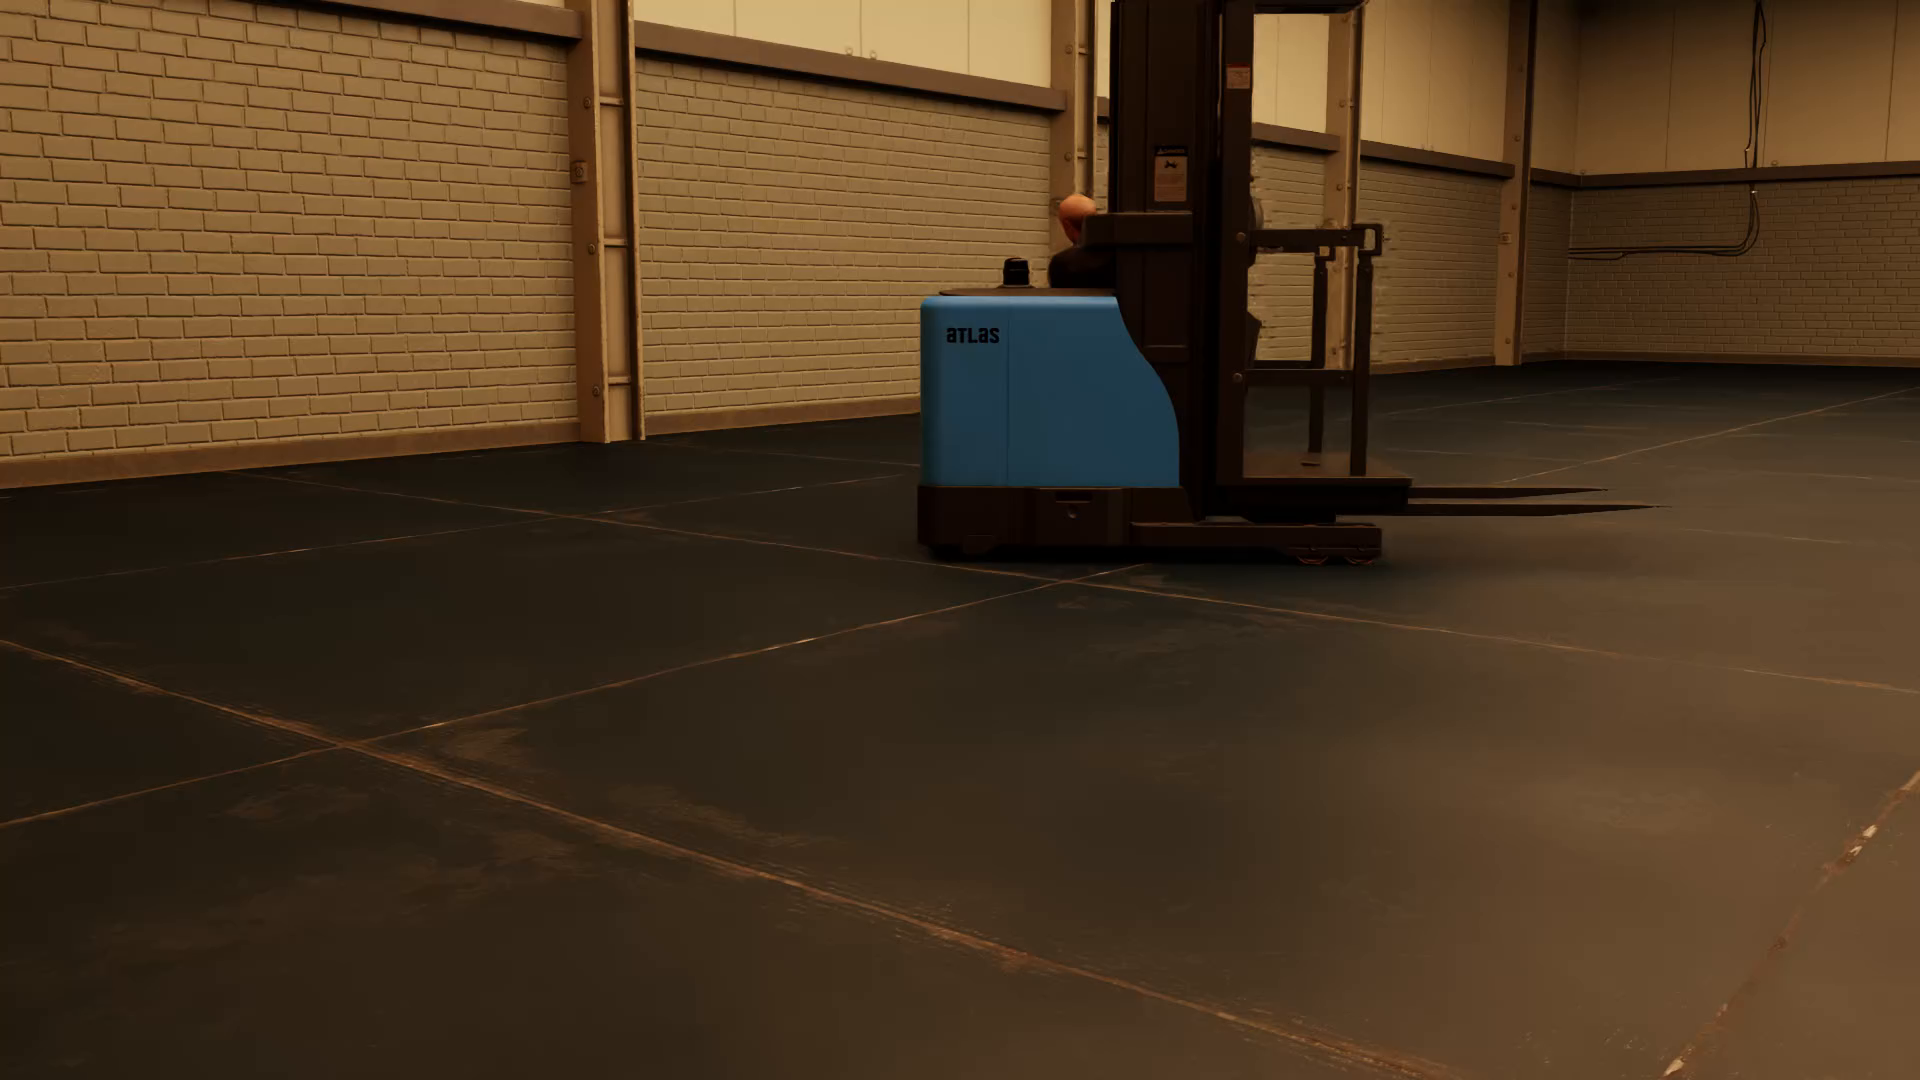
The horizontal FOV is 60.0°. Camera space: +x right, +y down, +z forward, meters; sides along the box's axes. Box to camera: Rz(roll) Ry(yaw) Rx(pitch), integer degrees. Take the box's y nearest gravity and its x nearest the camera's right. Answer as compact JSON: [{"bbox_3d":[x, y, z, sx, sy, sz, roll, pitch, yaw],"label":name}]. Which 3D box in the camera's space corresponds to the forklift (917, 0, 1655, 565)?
[{"bbox_3d":[1.355,-1.427,7.031,3.031,2.935,1.130,0,8,2],"label":"forklift"}]

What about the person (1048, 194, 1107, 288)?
[{"bbox_3d":[0.818,-0.909,8.229,0.849,1.557,0.833,1,8,10],"label":"person"}]
